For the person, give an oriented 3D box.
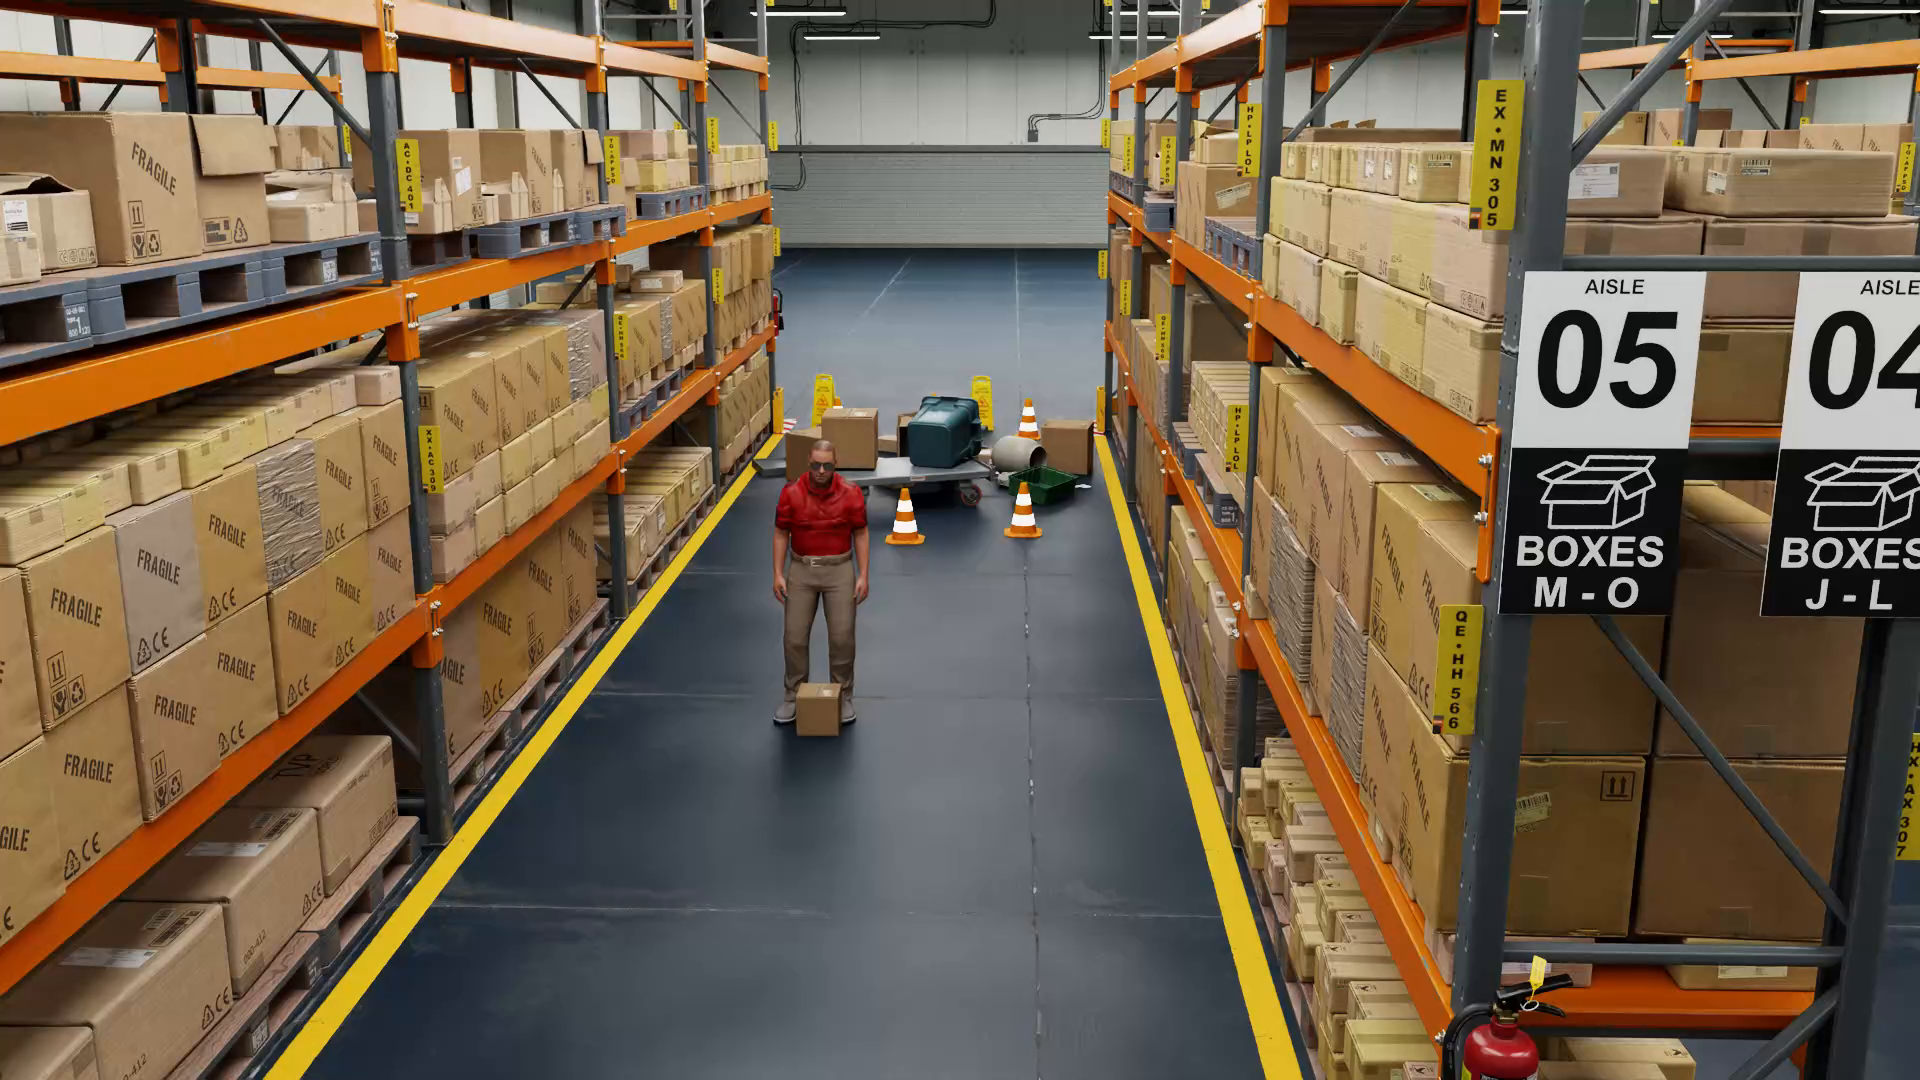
[{"bbox_3d":[-0.842,0.240,10.053,0.594,1.725,0.390,0,14,-1],"label":"person"}]
